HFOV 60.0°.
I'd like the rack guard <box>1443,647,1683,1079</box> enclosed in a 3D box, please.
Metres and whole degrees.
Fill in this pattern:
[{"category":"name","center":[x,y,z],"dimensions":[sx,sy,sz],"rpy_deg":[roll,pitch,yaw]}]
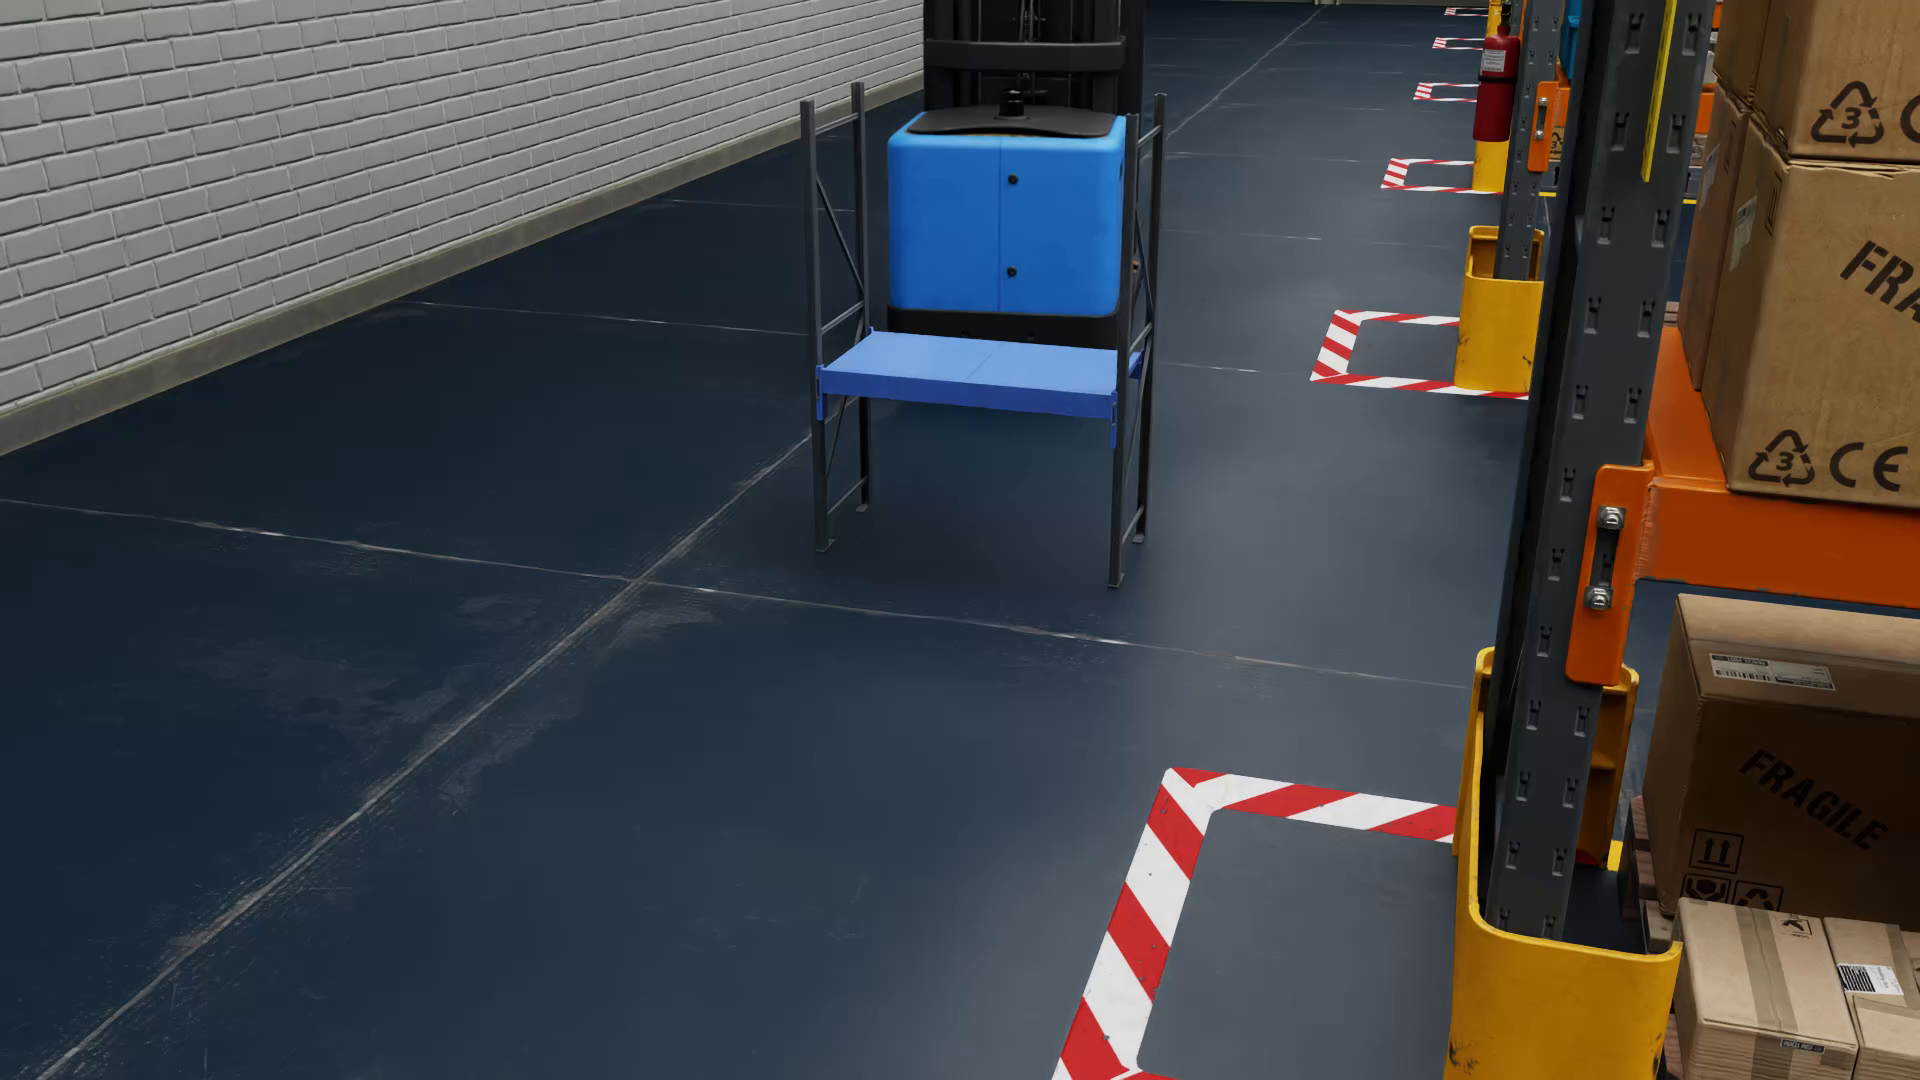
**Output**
[{"category":"rack guard","center":[1.200,0.703,3.397],"dimensions":[0.348,0.500,1.175],"rpy_deg":[7,23,16]}]

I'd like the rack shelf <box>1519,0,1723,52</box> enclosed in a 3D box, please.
[{"category":"rack shelf","center":[5.907,-3.509,11.319],"dimensions":[4.000,0.370,1.077],"rpy_deg":[7,23,16]}]

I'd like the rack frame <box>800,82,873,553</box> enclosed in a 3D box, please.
[{"category":"rack frame","center":[-0.405,-0.740,5.598],"dimensions":[0.032,1.500,0.500],"rpy_deg":[7,23,16]}]

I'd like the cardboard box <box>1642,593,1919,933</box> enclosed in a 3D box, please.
[{"category":"cardboard box","center":[1.719,0.461,3.407],"dimensions":[0.500,0.500,0.500],"rpy_deg":[7,23,16]}]

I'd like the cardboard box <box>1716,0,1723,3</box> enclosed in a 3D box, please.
[{"category":"cardboard box","center":[4.978,-3.702,11.173],"dimensions":[0.250,0.149,0.380],"rpy_deg":[6,23,15]}]

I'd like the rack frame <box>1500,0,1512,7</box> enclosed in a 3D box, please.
[{"category":"rack frame","center":[6.855,-7.661,20.495],"dimensions":[0.127,3.000,1.000],"rpy_deg":[7,23,16]}]

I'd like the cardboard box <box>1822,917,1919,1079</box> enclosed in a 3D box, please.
[{"category":"cardboard box","center":[1.668,0.844,2.914],"dimensions":[0.250,0.166,0.380],"rpy_deg":[7,23,16]}]

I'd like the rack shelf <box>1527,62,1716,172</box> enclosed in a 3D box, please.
[{"category":"rack shelf","center":[4.477,-1.709,6.932],"dimensions":[4.000,0.370,1.077],"rpy_deg":[7,23,16]}]

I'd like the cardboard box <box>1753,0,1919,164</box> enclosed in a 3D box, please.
[{"category":"cardboard box","center":[1.476,-0.826,2.382],"dimensions":[0.500,0.500,0.500],"rpy_deg":[7,23,17]}]

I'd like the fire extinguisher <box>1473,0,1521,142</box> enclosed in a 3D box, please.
[{"category":"fire extinguisher","center":[2.549,-2.234,7.858],"dimensions":[0.183,0.674,0.296],"rpy_deg":[7,23,16]}]

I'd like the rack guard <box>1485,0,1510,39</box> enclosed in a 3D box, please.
[{"category":"rack guard","center":[6.832,-6.507,20.975],"dimensions":[0.348,0.500,1.175],"rpy_deg":[7,23,16]}]

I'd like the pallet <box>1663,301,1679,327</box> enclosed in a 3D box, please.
[{"category":"pallet","center":[3.340,-0.866,7.604],"dimensions":[1.213,0.211,1.003],"rpy_deg":[7,23,16]}]

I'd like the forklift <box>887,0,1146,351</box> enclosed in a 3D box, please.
[{"category":"forklift","center":[0.400,-2.649,8.366],"dimensions":[1.130,2.935,3.031],"rpy_deg":[3,23,8]}]

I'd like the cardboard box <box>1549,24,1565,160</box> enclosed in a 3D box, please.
[{"category":"cardboard box","center":[4.628,-3.231,11.940],"dimensions":[0.875,0.875,0.875],"rpy_deg":[7,23,16]}]

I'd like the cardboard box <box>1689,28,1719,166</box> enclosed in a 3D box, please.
[{"category":"cardboard box","center":[5.500,-3.131,11.697],"dimensions":[0.875,0.875,0.875],"rpy_deg":[7,23,16]}]

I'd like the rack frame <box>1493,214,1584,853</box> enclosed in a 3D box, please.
[{"category":"rack frame","center":[1.126,-0.461,2.940],"dimensions":[0.053,2.616,0.949],"rpy_deg":[7,23,16]}]

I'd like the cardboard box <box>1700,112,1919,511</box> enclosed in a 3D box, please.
[{"category":"cardboard box","center":[2.766,-0.321,2.469],"dimensions":[3.026,0.500,1.079],"rpy_deg":[7,23,16]}]

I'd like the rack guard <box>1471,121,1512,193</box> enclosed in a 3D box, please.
[{"category":"rack guard","center":[3.969,-2.907,12.198],"dimensions":[0.348,0.500,1.175],"rpy_deg":[7,23,16]}]

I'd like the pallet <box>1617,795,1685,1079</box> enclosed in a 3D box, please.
[{"category":"pallet","center":[1.964,0.924,3.240],"dimensions":[1.213,0.211,1.003],"rpy_deg":[7,23,16]}]

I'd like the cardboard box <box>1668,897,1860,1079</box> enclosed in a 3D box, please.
[{"category":"cardboard box","center":[1.429,0.824,2.985],"dimensions":[0.250,0.149,0.380],"rpy_deg":[7,23,16]}]

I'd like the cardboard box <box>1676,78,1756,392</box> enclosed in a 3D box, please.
[{"category":"cardboard box","center":[1.635,-0.558,3.046],"dimensions":[0.500,0.500,0.500],"rpy_deg":[7,23,17]}]

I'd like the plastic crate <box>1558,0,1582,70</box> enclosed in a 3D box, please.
[{"category":"plastic crate","center":[2.936,-2.336,7.388],"dimensions":[0.499,0.435,0.616],"rpy_deg":[7,23,16]}]

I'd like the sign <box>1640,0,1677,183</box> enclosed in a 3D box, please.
[{"category":"sign","center":[0.971,-0.665,2.298],"dimensions":[0.005,0.325,0.100],"rpy_deg":[7,23,16]}]

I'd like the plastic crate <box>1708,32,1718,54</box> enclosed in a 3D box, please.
[{"category":"plastic crate","center":[3.395,-2.143,7.311],"dimensions":[0.243,0.136,0.396],"rpy_deg":[7,23,16]}]

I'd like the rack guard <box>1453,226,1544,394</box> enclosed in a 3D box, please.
[{"category":"rack guard","center":[2.535,-1.103,7.799],"dimensions":[0.348,0.500,1.175],"rpy_deg":[7,23,16]}]

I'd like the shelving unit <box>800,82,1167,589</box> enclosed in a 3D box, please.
[{"category":"shelving unit","center":[0.082,-0.685,5.463],"dimensions":[1.048,1.500,0.538],"rpy_deg":[7,23,16]}]

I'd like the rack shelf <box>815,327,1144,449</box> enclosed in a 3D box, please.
[{"category":"rack shelf","center":[0.082,-0.518,5.531],"dimensions":[1.000,0.185,0.538],"rpy_deg":[7,23,16]}]

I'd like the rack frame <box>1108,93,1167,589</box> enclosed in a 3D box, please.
[{"category":"rack frame","center":[0.568,-0.629,5.327],"dimensions":[0.032,1.500,0.500],"rpy_deg":[7,23,16]}]

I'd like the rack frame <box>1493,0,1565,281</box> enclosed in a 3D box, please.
[{"category":"rack frame","center":[2.562,-2.261,7.330],"dimensions":[0.127,3.000,1.000],"rpy_deg":[7,23,16]}]

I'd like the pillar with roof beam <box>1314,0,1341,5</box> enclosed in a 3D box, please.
[{"category":"pillar with roof beam","center":[4.721,-11.300,21.459],"dimensions":[0.400,9.000,9.100],"rpy_deg":[7,23,16]}]

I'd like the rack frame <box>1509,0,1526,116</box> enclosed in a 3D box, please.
[{"category":"rack frame","center":[3.992,-4.061,11.717],"dimensions":[0.127,3.000,1.000],"rpy_deg":[7,23,16]}]
